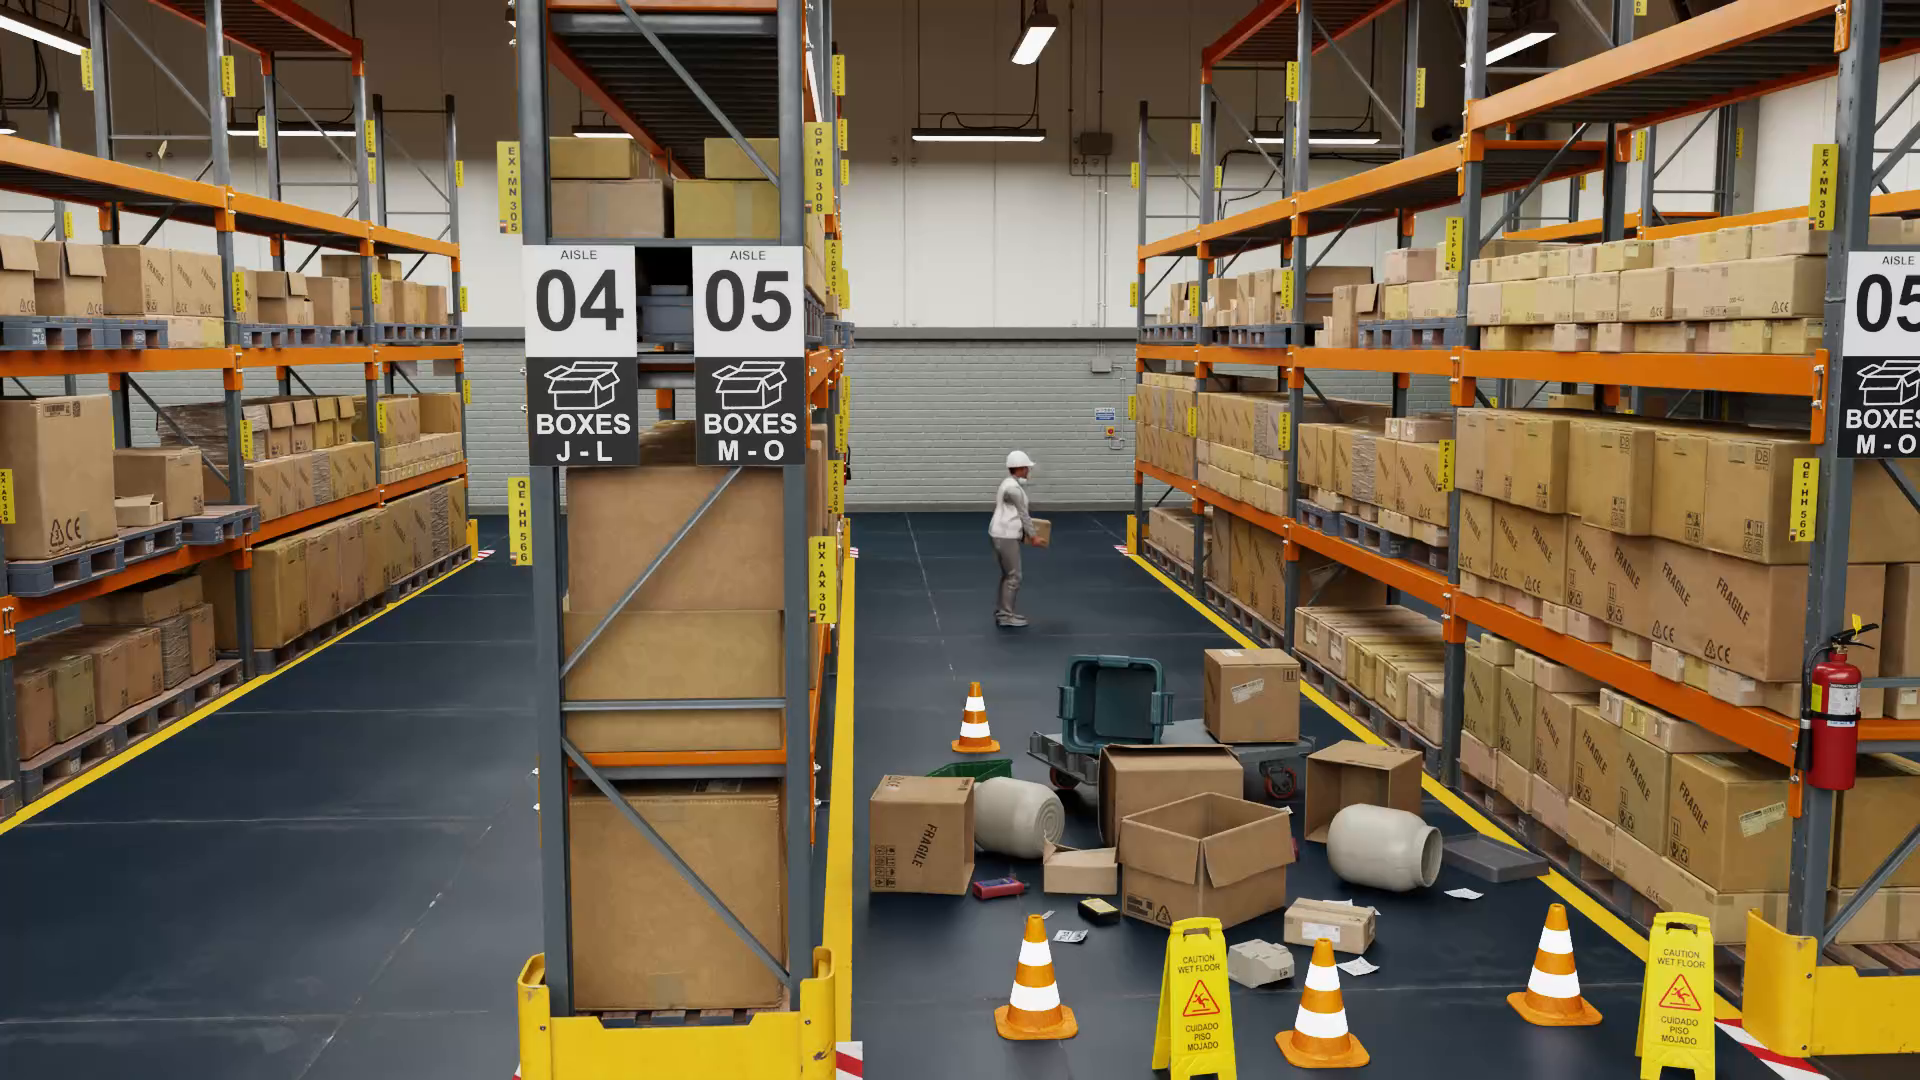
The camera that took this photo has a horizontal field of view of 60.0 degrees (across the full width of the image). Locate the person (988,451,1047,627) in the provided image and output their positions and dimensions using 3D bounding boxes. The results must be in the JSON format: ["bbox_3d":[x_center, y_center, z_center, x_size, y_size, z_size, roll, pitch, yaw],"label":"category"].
[{"bbox_3d":[0.578,-0.023,16.879,0.575,1.765,0.488,-1,7,-5],"label":"person"}]
